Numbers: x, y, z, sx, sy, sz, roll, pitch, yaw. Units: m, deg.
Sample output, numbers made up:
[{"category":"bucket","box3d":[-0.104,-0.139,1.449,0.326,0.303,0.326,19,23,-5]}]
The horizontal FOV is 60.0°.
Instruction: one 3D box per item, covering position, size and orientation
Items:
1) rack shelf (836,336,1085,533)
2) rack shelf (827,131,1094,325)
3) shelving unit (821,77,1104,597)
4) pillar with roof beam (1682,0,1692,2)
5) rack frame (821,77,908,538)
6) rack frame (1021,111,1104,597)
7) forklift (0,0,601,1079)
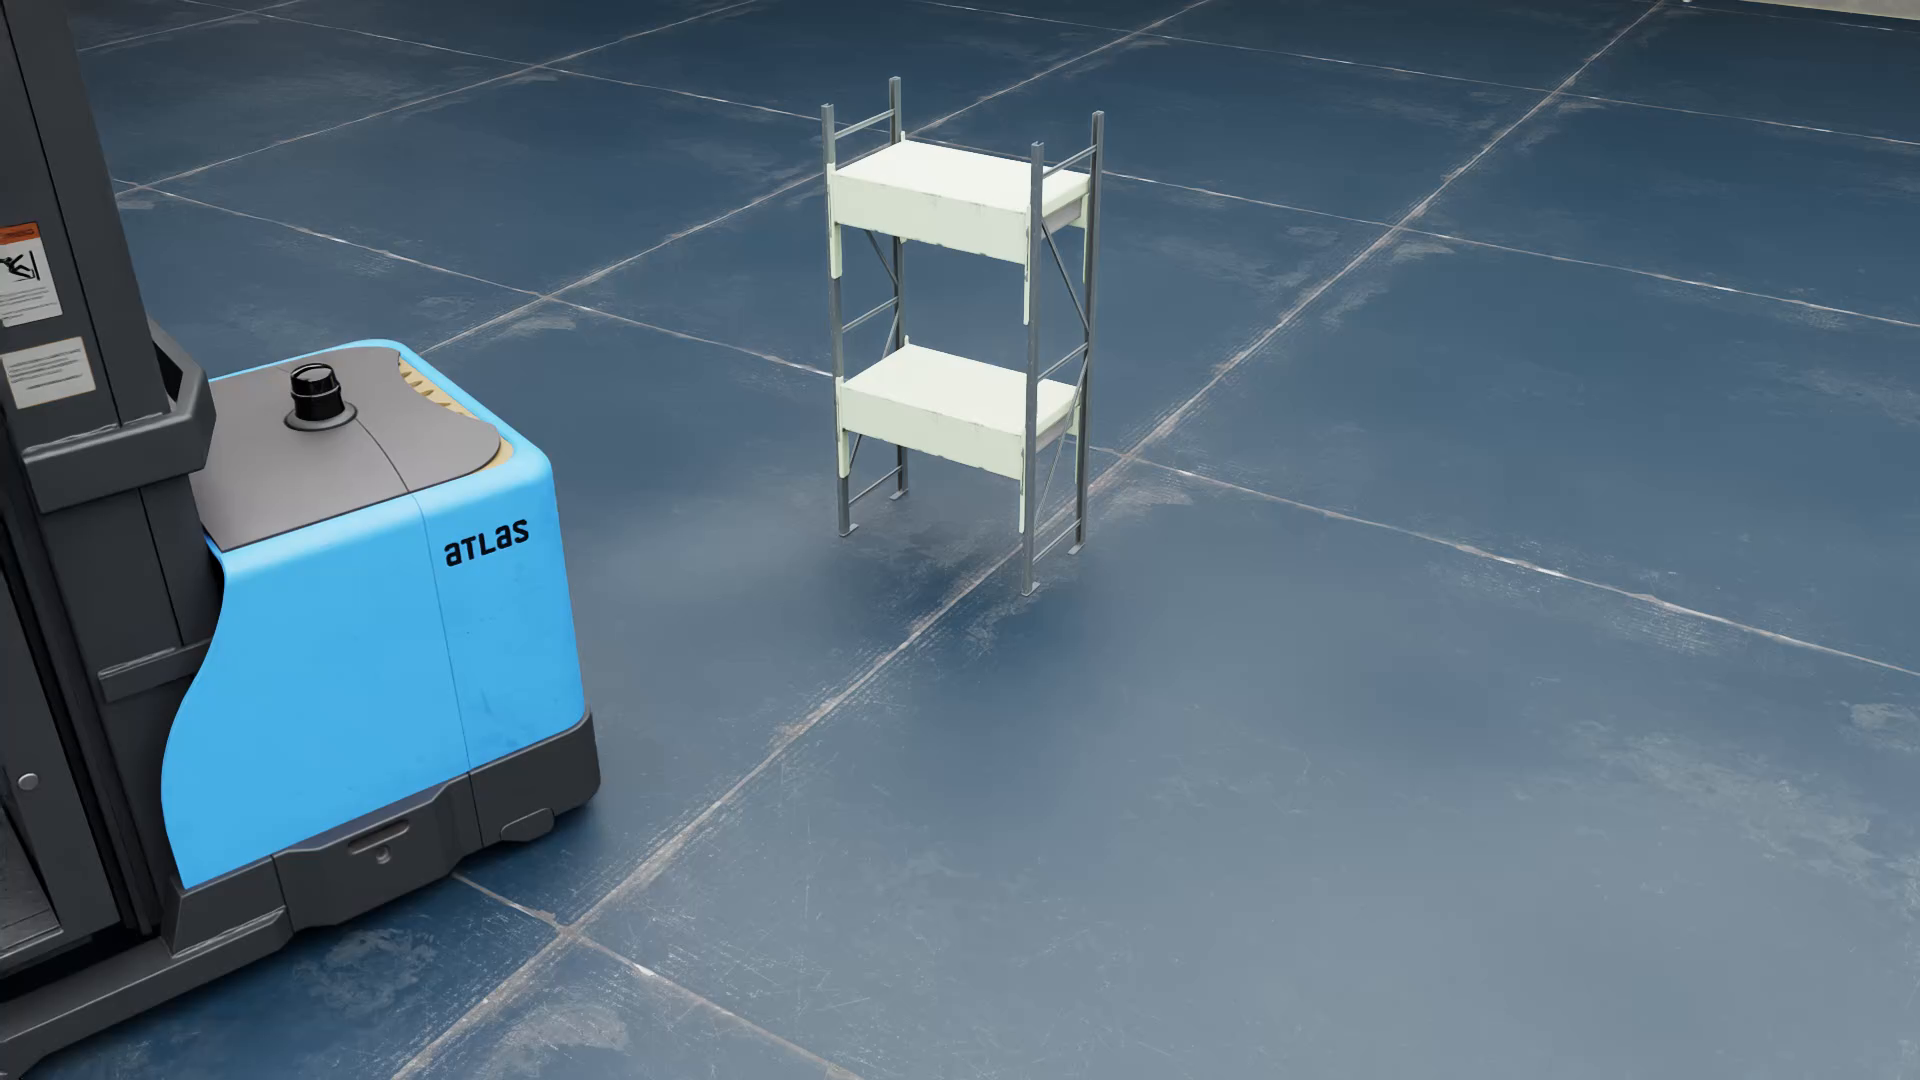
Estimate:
[{"category":"rack shelf","box3d":[0.006,-0.364,5.533,0.720,0.370,0.431,18,35,27]},{"category":"rack shelf","box3d":[0.006,-0.983,5.172,0.720,0.370,0.431,18,35,27]},{"category":"shelving unit","box3d":[0.006,-0.646,5.369,0.755,1.500,0.431,18,35,27]},{"category":"pillar with roof beam","box3d":[3.291,-6.341,7.690,0.400,9.000,9.100,18,35,27]},{"category":"rack frame","box3d":[-0.304,-0.744,5.537,0.023,1.500,0.400,18,35,27]},{"category":"rack frame","box3d":[0.316,-0.548,5.201,0.023,1.500,0.400,18,35,27]},{"category":"forklift","box3d":[-2.431,-0.259,3.285,3.031,2.935,1.130,-22,37,-33]}]
